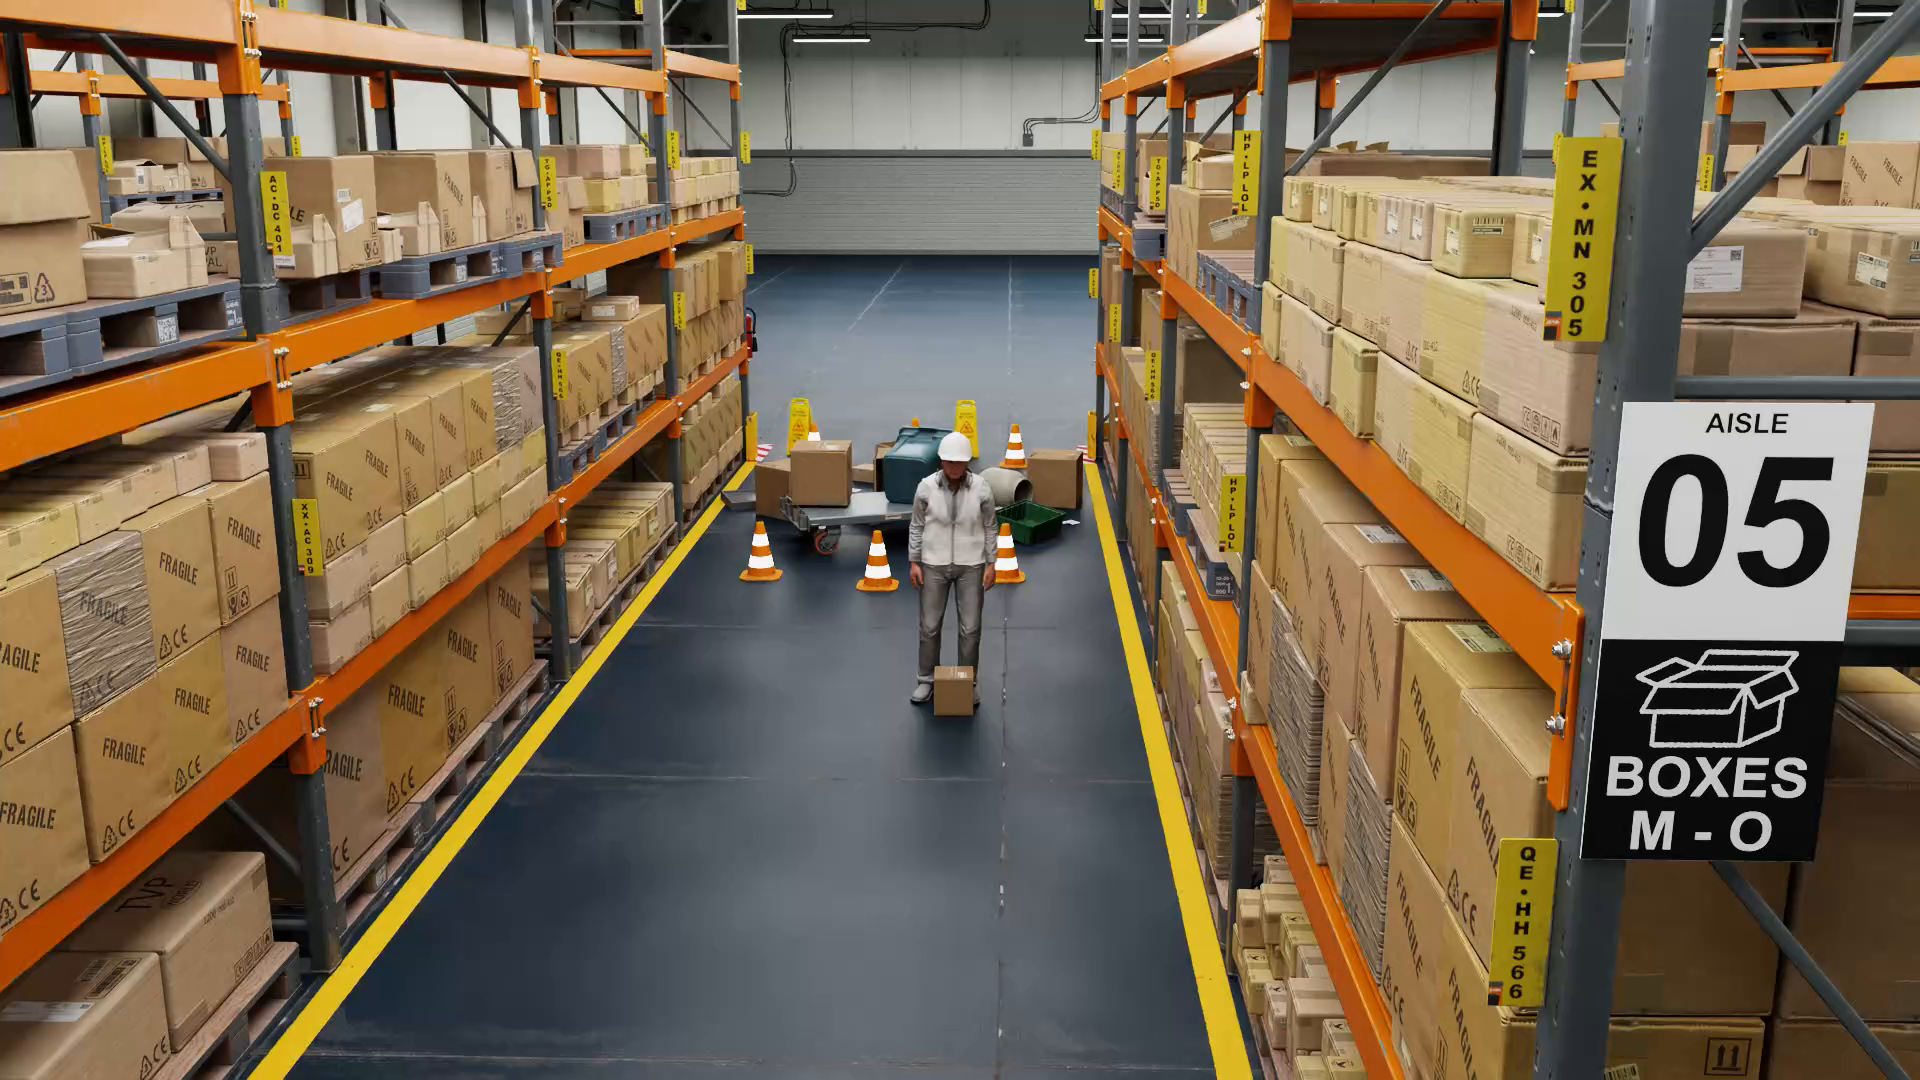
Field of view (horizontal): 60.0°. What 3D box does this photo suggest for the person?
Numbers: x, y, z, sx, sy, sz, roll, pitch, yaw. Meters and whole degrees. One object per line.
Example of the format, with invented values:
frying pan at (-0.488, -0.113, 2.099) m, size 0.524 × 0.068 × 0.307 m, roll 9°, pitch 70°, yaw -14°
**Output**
person at (-0.044, 0.169, 10.754) m, size 0.580 × 1.772 × 0.461 m, roll 0°, pitch 14°, yaw 2°
